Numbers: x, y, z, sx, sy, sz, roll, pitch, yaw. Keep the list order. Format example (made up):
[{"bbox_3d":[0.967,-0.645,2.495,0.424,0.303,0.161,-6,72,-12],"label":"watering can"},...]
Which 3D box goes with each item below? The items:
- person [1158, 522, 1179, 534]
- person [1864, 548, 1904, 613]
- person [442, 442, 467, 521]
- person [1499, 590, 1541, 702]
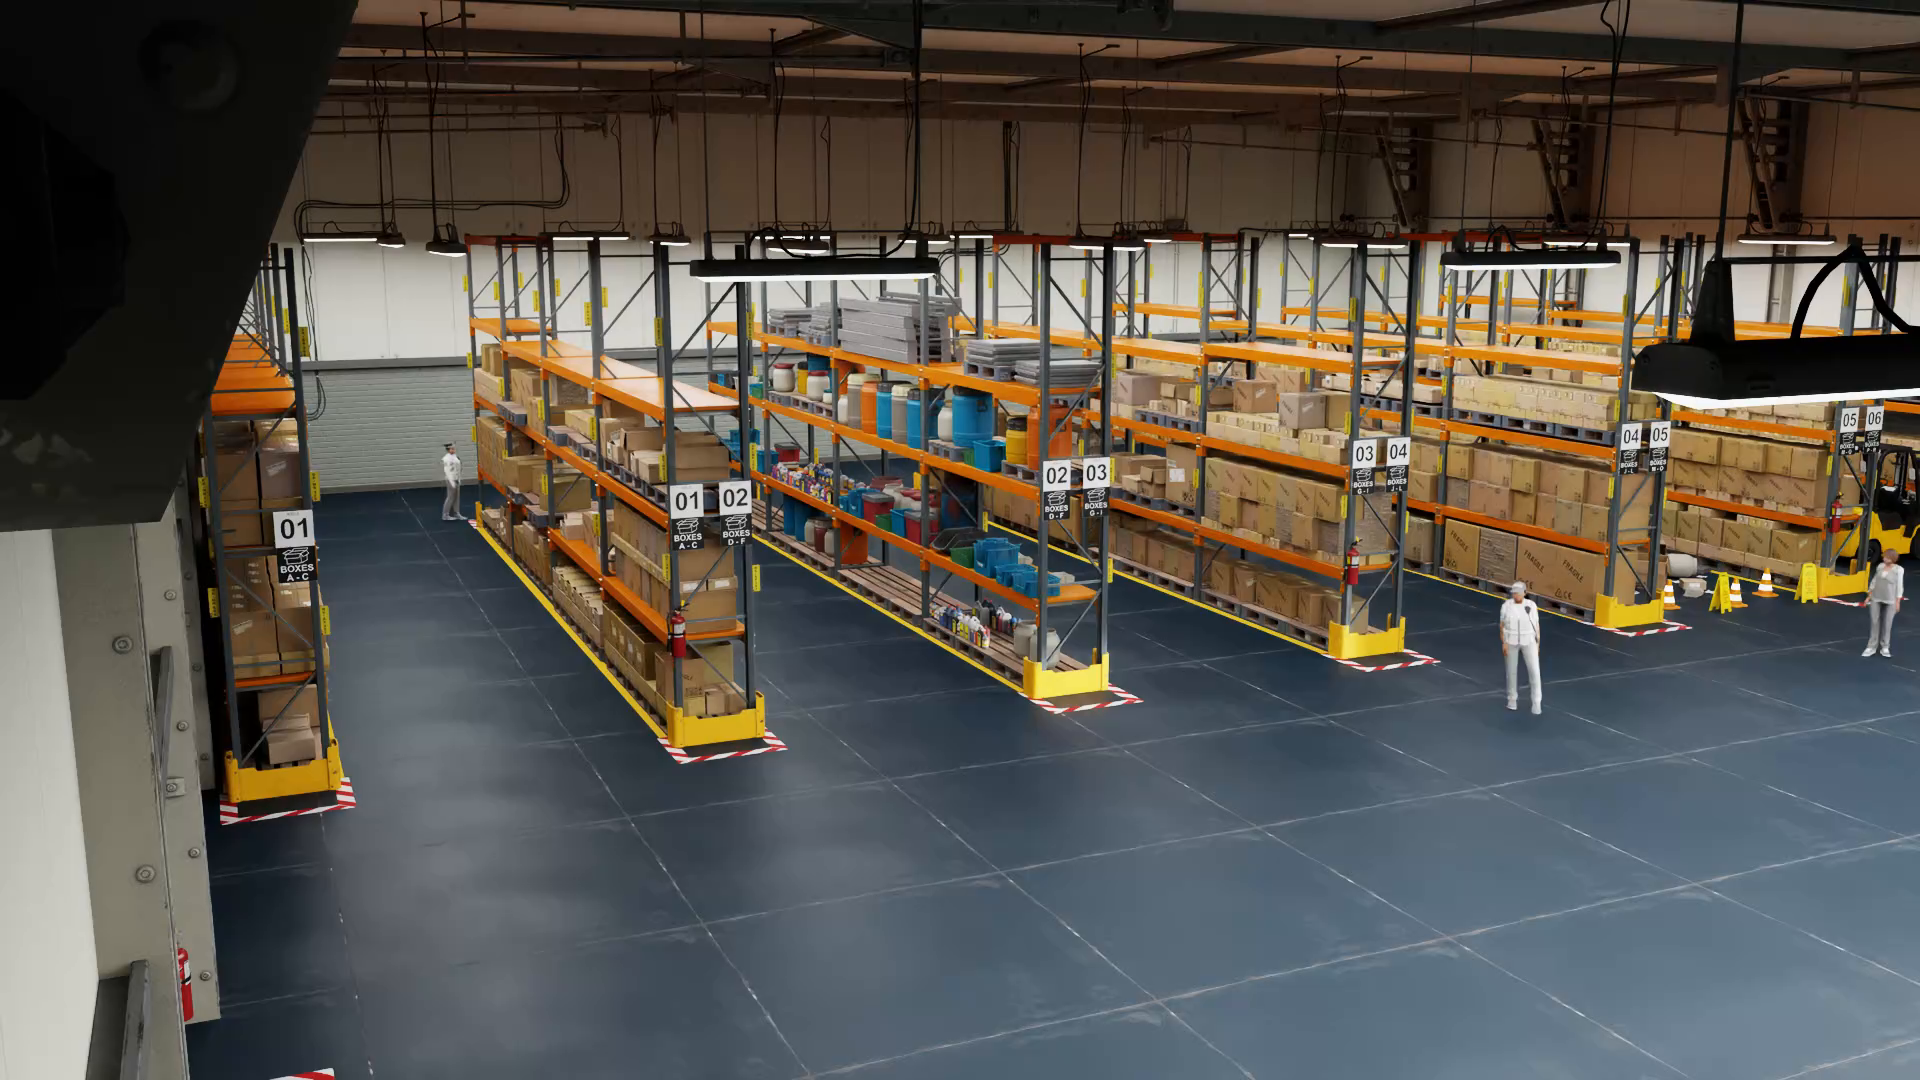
[{"bbox_3d":[4.092,-0.639,32.698,0.463,1.422,0.926,-4,12,-21],"label":"person"},{"bbox_3d":[13.457,0.577,24.180,0.487,0.935,0.323,8,14,36],"label":"person"},{"bbox_3d":[-10.744,-1.244,35.216,0.490,1.695,0.502,-1,11,-7],"label":"person"},{"bbox_3d":[7.326,1.342,21.698,0.582,1.591,0.380,4,12,19],"label":"person"}]
